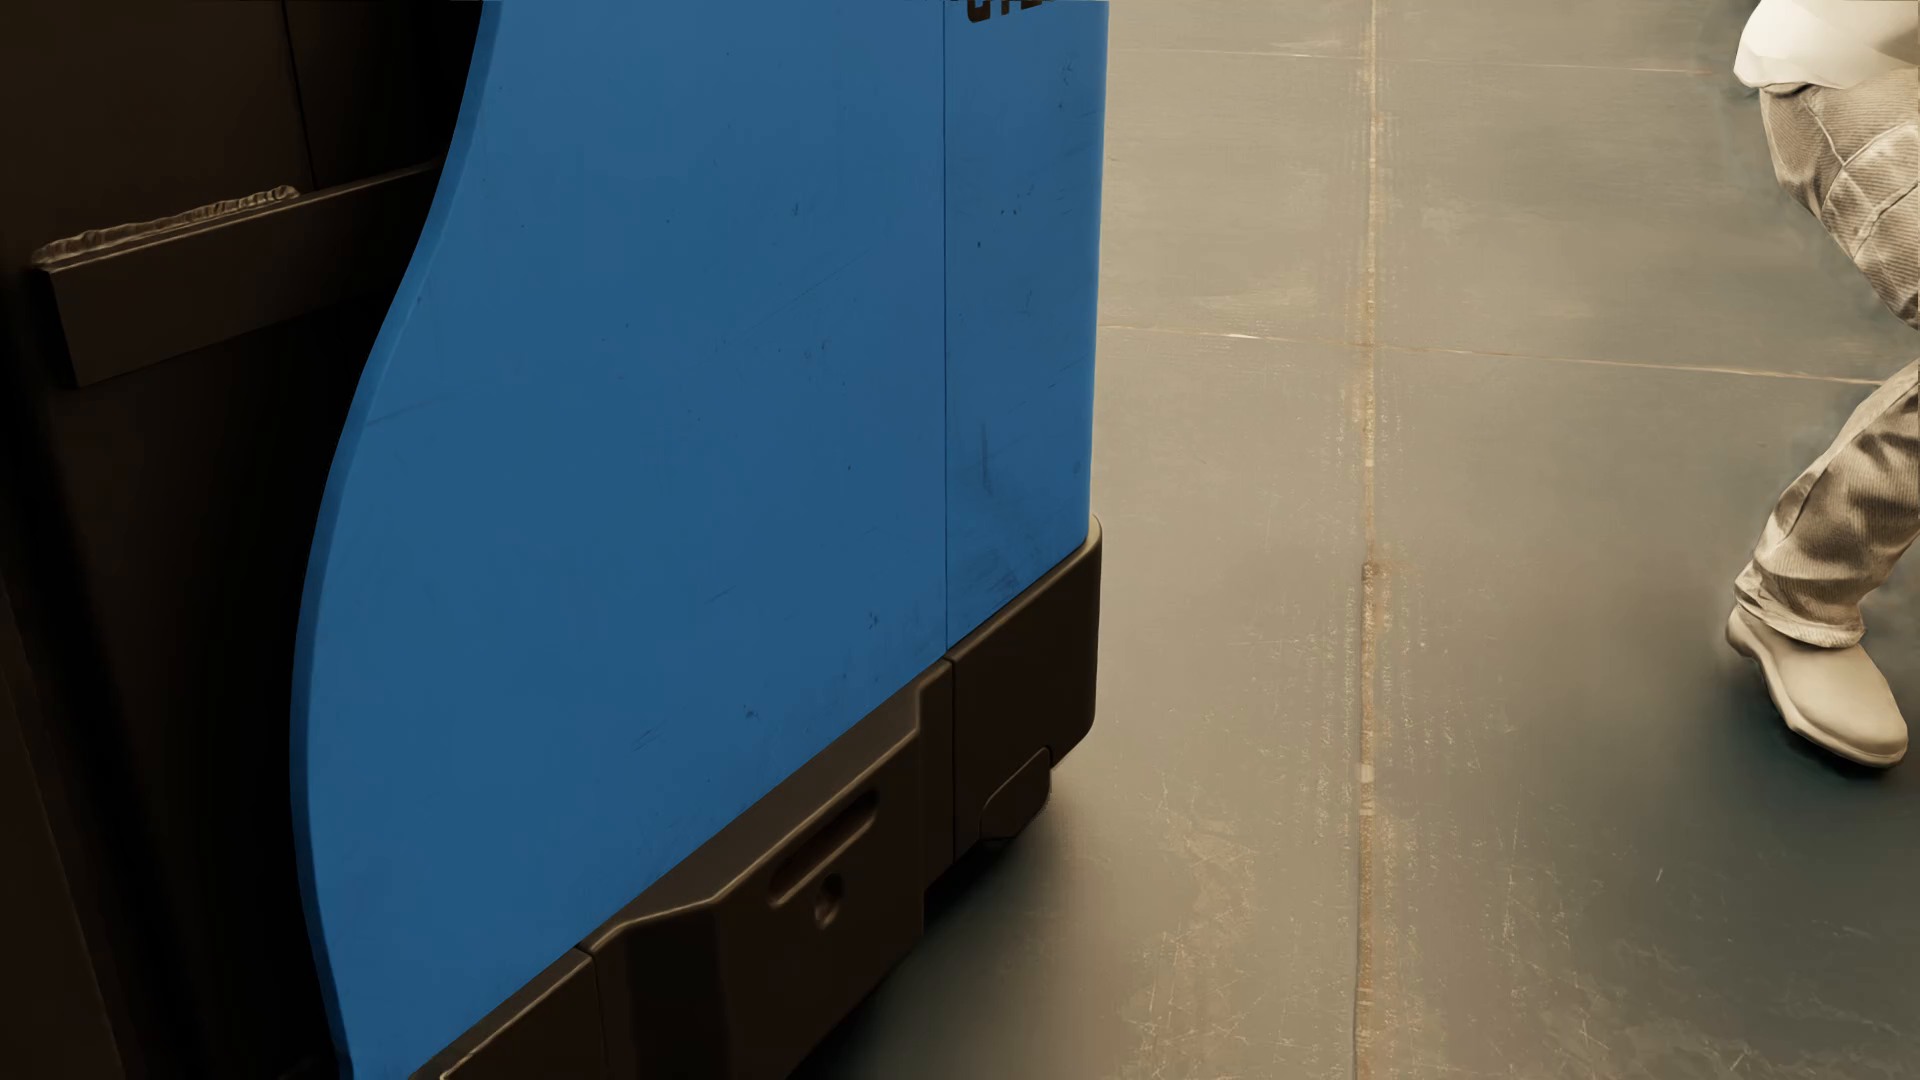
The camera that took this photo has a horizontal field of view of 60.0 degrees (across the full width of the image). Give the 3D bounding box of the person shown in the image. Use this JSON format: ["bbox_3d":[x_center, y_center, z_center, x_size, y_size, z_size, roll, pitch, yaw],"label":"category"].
[{"bbox_3d":[1.245,-0.443,1.751,0.829,1.500,0.964,-5,27,-10],"label":"person"}]

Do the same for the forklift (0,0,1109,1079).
[{"bbox_3d":[-1.061,-0.612,0.459,1.130,2.935,3.031,16,31,29],"label":"forklift"}]
